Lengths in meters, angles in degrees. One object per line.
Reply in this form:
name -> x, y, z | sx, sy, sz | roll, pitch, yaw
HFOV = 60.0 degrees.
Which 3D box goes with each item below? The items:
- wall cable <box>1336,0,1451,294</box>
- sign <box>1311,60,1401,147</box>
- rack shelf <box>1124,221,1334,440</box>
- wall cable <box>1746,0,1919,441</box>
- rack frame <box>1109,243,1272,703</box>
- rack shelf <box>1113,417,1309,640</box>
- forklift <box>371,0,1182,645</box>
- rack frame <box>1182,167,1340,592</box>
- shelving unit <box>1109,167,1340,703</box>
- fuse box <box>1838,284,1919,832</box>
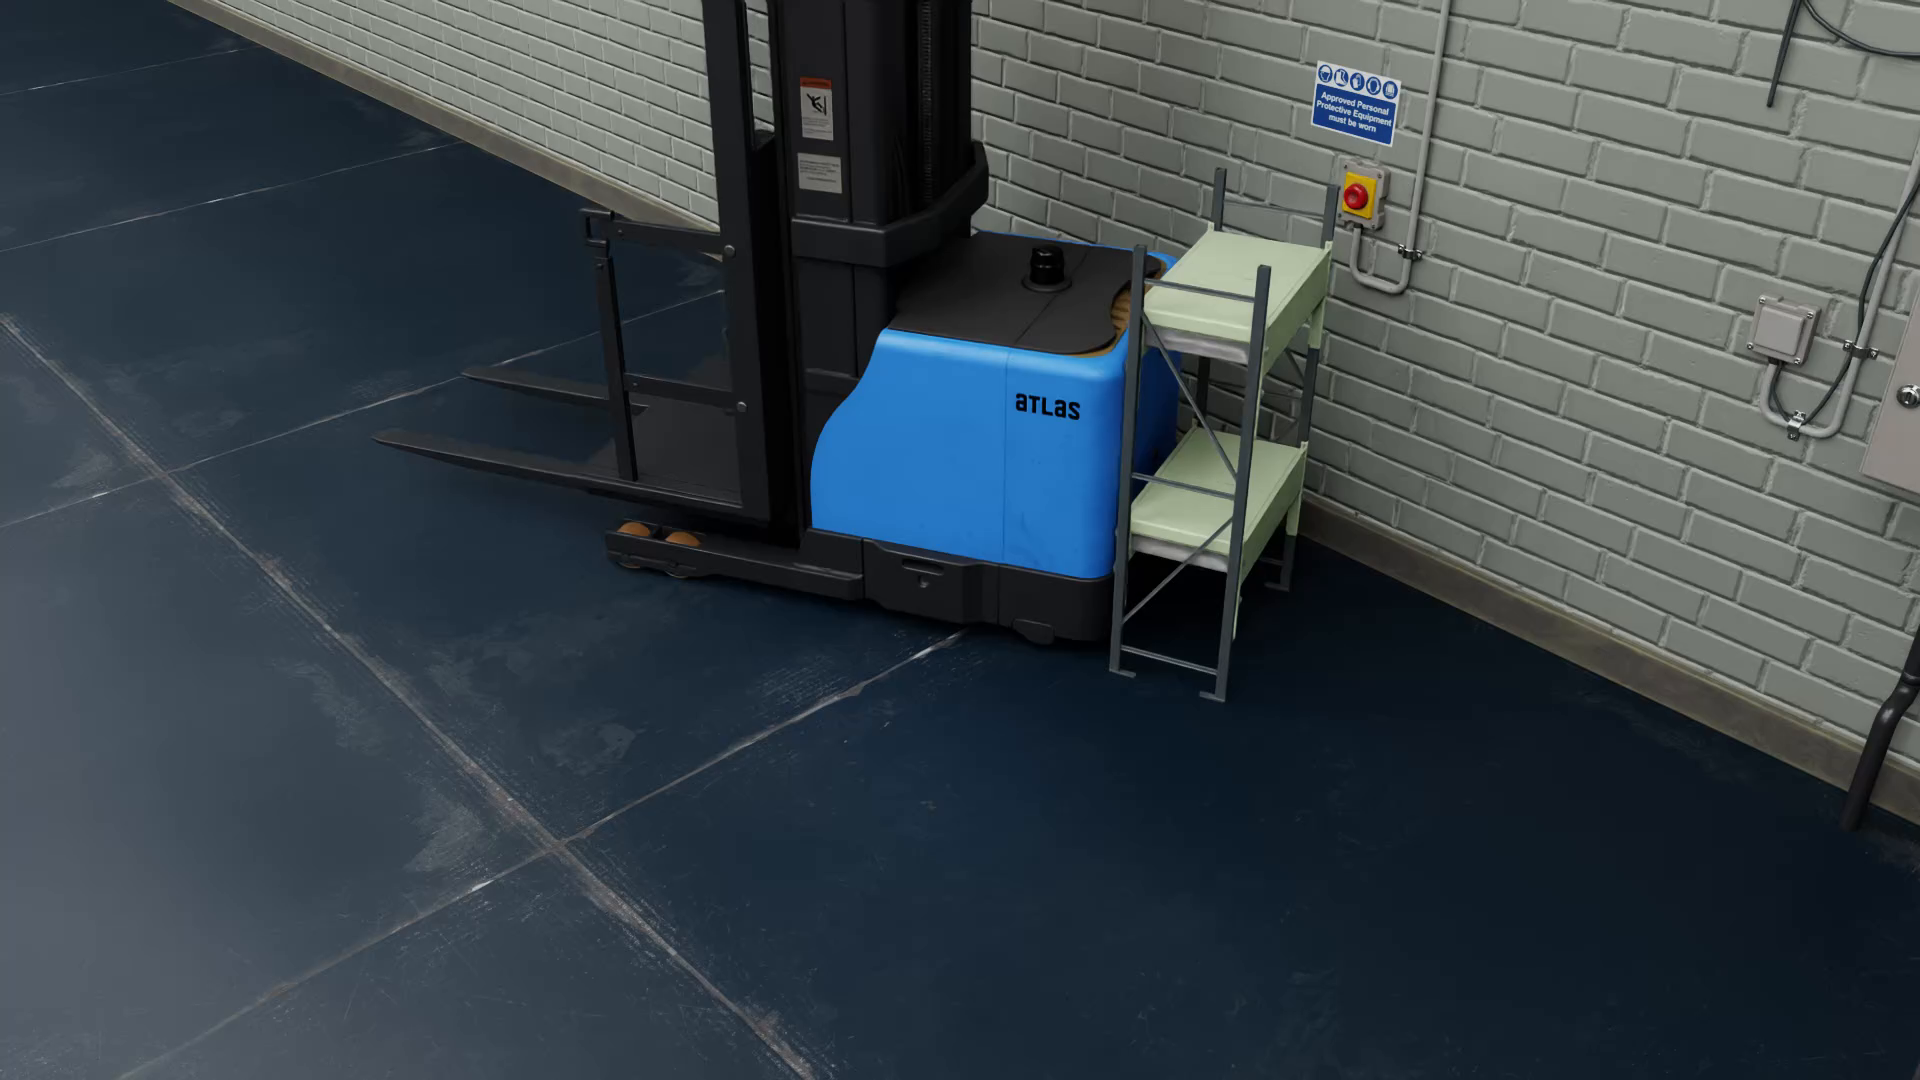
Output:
wall cable -> 1.284, -1.725, 5.191 | 0.123, 1.953, 0.585 | -26, 40, -35
sign -> 1.296, -1.433, 5.460 | 0.001, 0.218, 0.327 | -26, 40, -35
rack shelf -> 0.840, -0.666, 5.153 | 0.431, 0.370, 0.720 | 14, 34, 22
wall cable -> 2.256, -1.173, 4.319 | 0.122, 1.984, 0.588 | -26, 40, -35
rack frame -> 0.681, -0.161, 5.075 | 0.400, 1.500, 0.023 | 14, 34, 22
rack shelf -> 0.840, -0.055, 5.527 | 0.431, 0.370, 0.720 | 14, 34, 22
forklift -> -0.762, -1.358, 5.661 | 3.031, 2.935, 1.130 | 11, 33, 17
rack frame -> 0.999, -0.505, 5.638 | 0.400, 1.500, 0.023 | 14, 34, 22
shelving unit -> 0.840, -0.333, 5.357 | 0.431, 1.500, 0.755 | 14, 34, 22
fuse box -> 2.605, 0.127, 4.402 | 0.414, 1.711, 0.539 | -26, 40, -35
